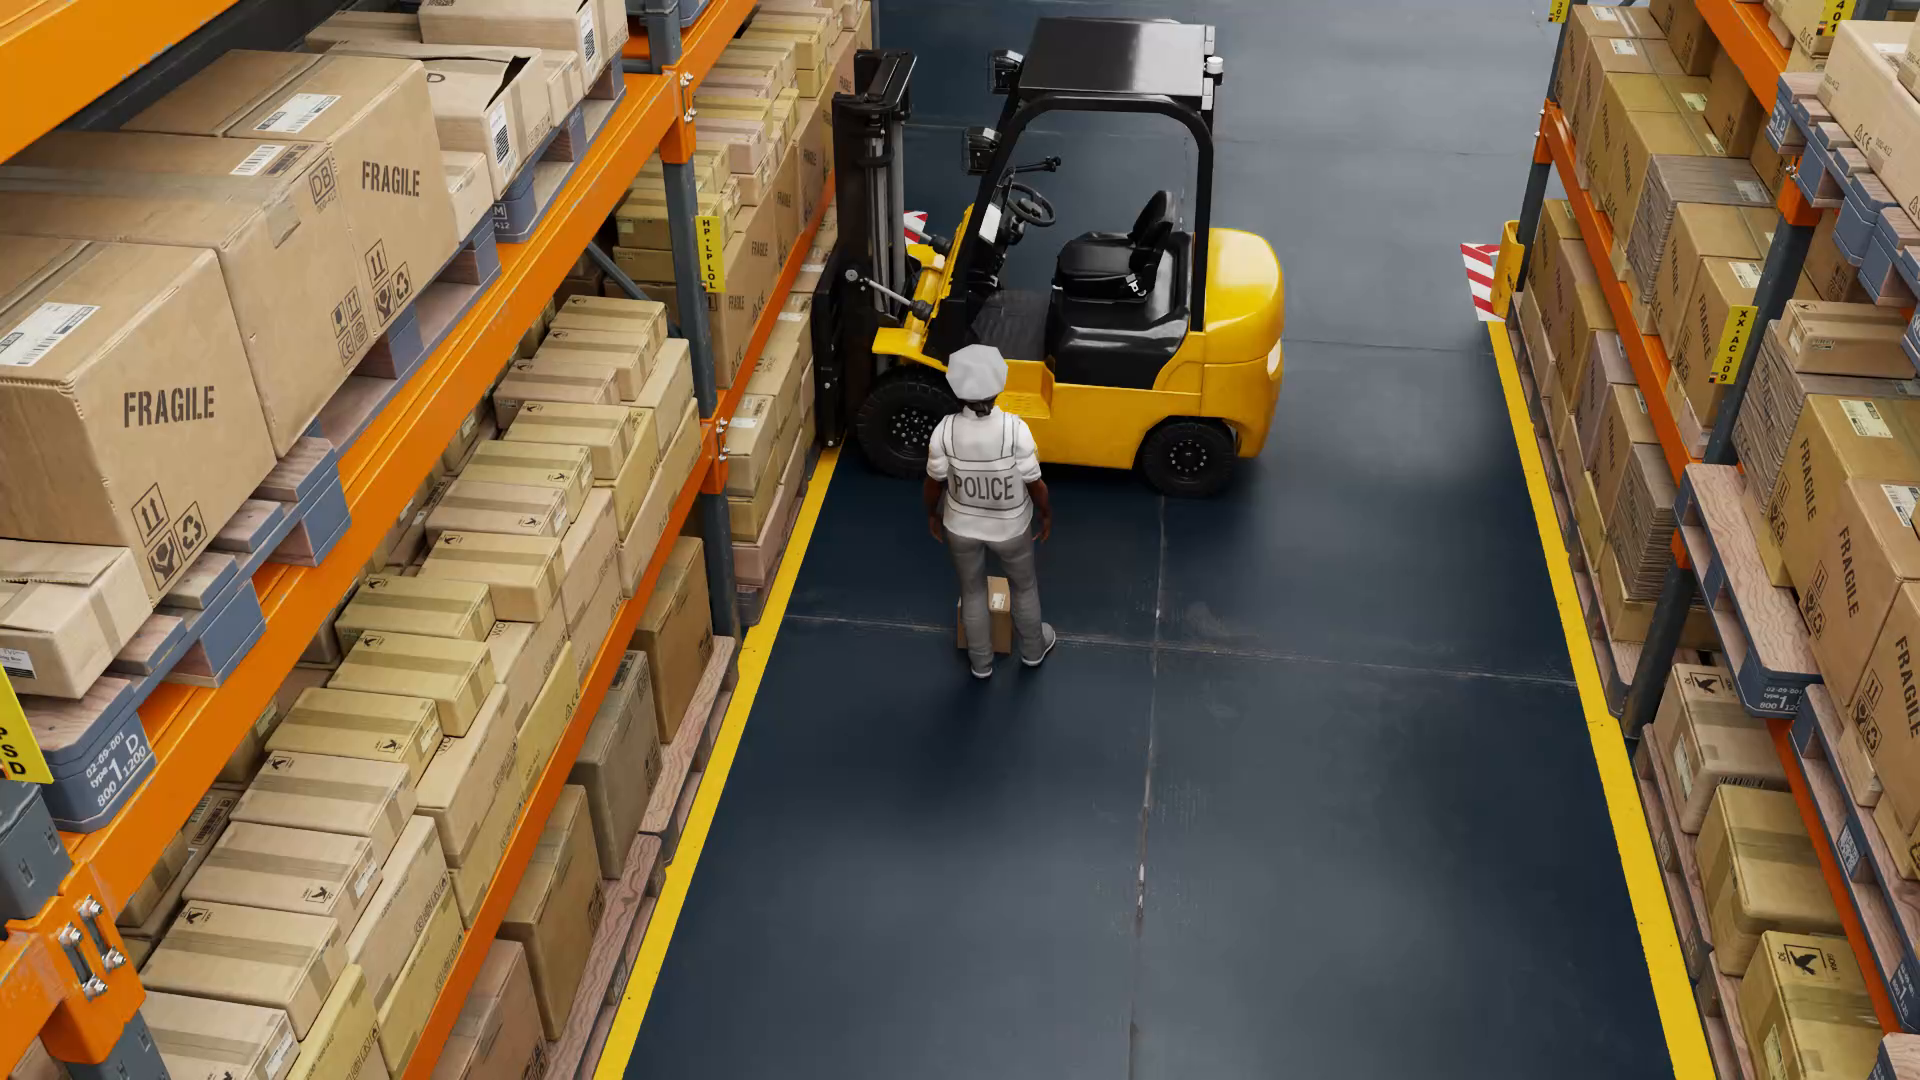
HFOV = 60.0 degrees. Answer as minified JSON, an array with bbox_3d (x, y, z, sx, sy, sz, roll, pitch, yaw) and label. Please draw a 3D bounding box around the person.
[{"bbox_3d":[0.140,-0.122,7.161,0.570,1.695,0.529,4,37,6],"label":"person"}]
